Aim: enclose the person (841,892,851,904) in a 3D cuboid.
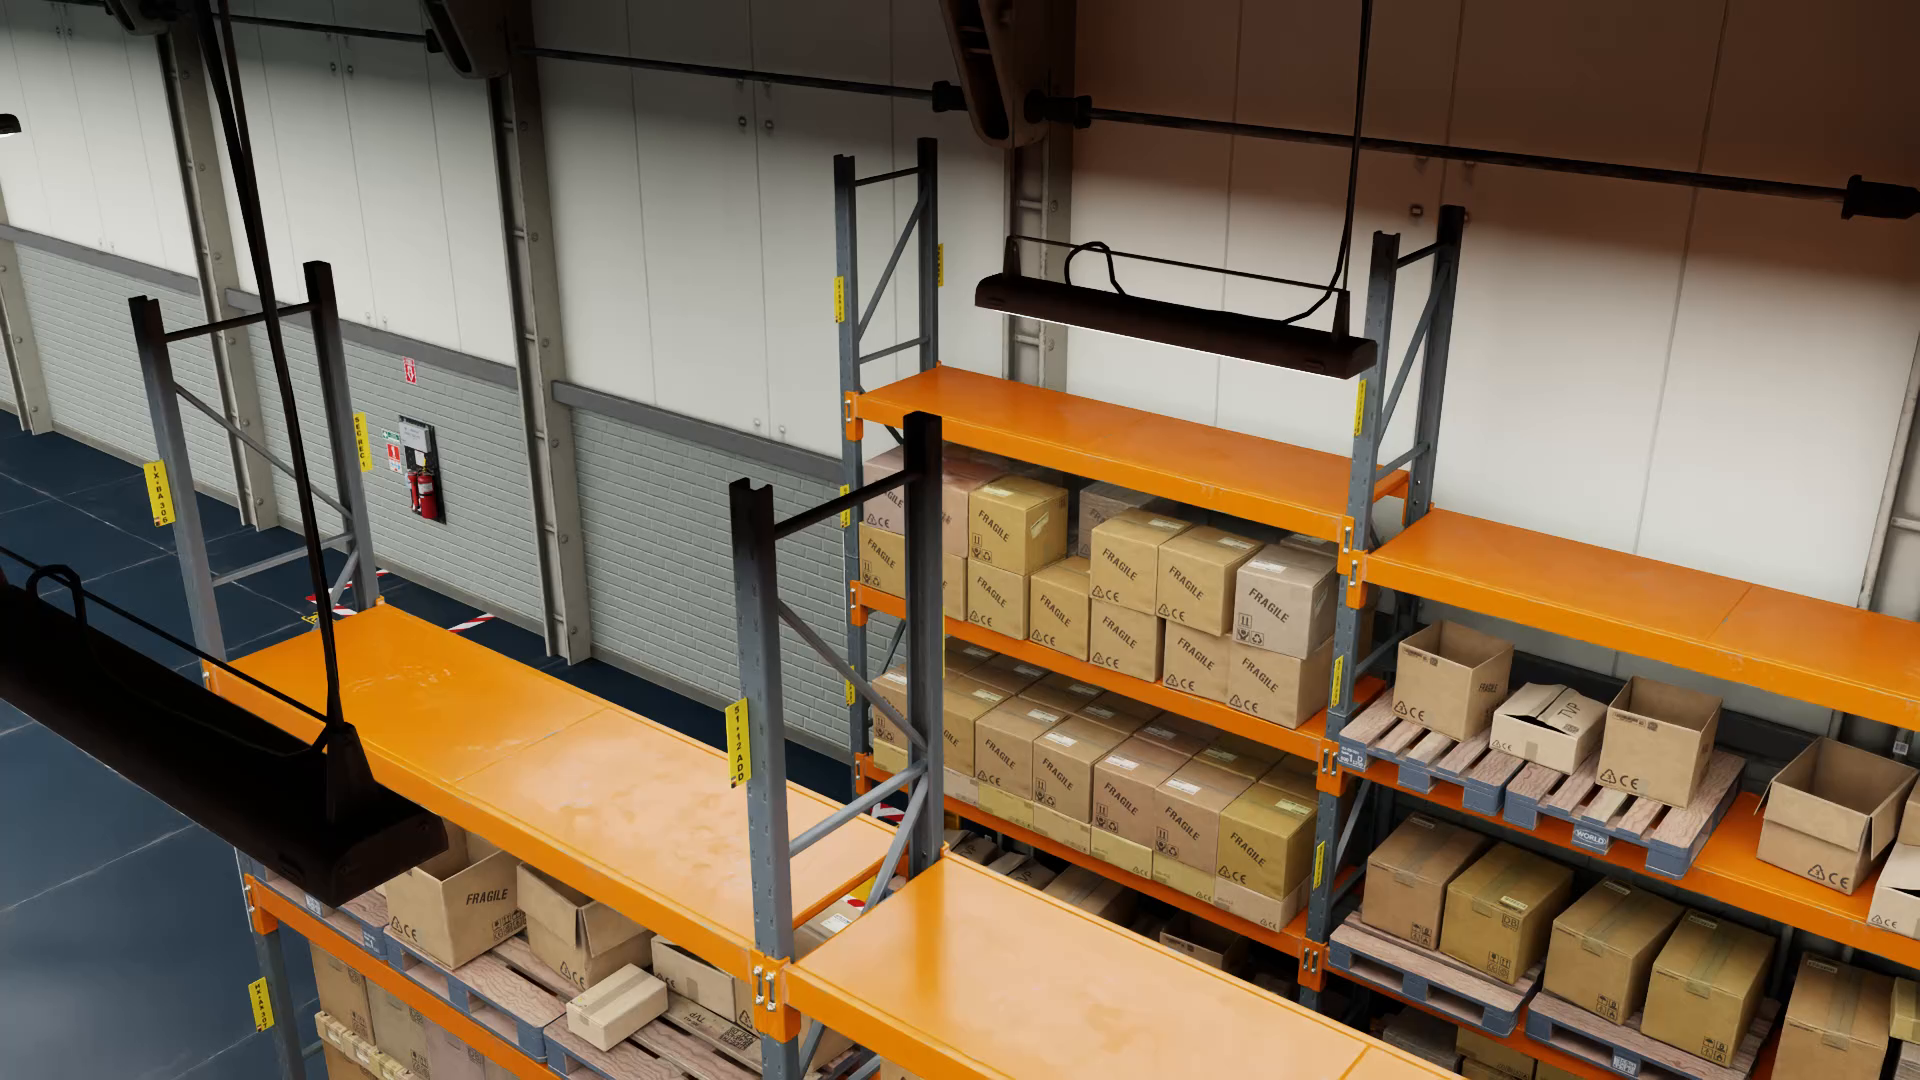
[{"bbox_3d":[-0.964,2.959,11.305,0.520,1.840,0.619,9,24,20],"label":"person"}]
